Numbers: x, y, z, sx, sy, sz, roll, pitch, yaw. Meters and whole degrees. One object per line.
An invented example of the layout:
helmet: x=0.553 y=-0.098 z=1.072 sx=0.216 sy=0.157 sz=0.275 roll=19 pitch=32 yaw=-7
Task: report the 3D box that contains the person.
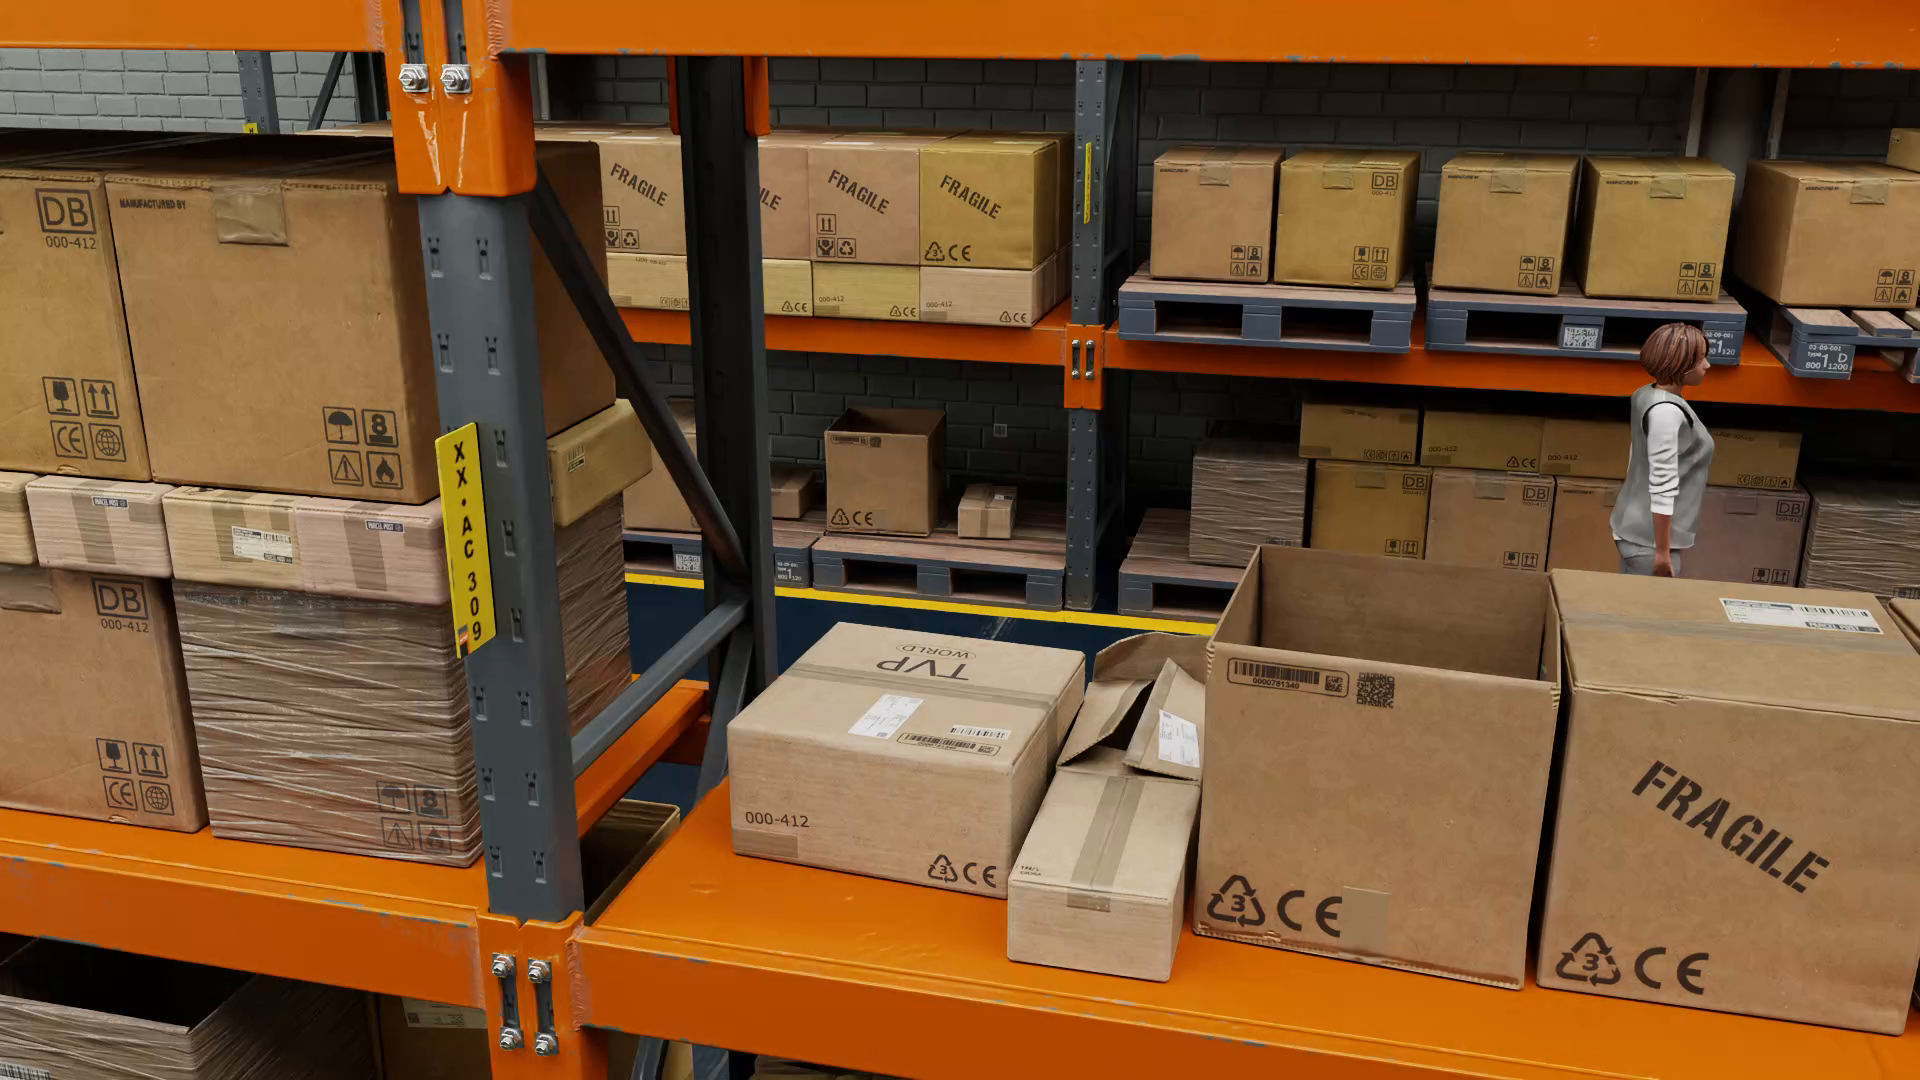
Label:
person: x=2.531 y=0.005 z=6.066 sx=0.312 sy=1.593 sz=0.408 roll=4 pitch=19 yaw=12
